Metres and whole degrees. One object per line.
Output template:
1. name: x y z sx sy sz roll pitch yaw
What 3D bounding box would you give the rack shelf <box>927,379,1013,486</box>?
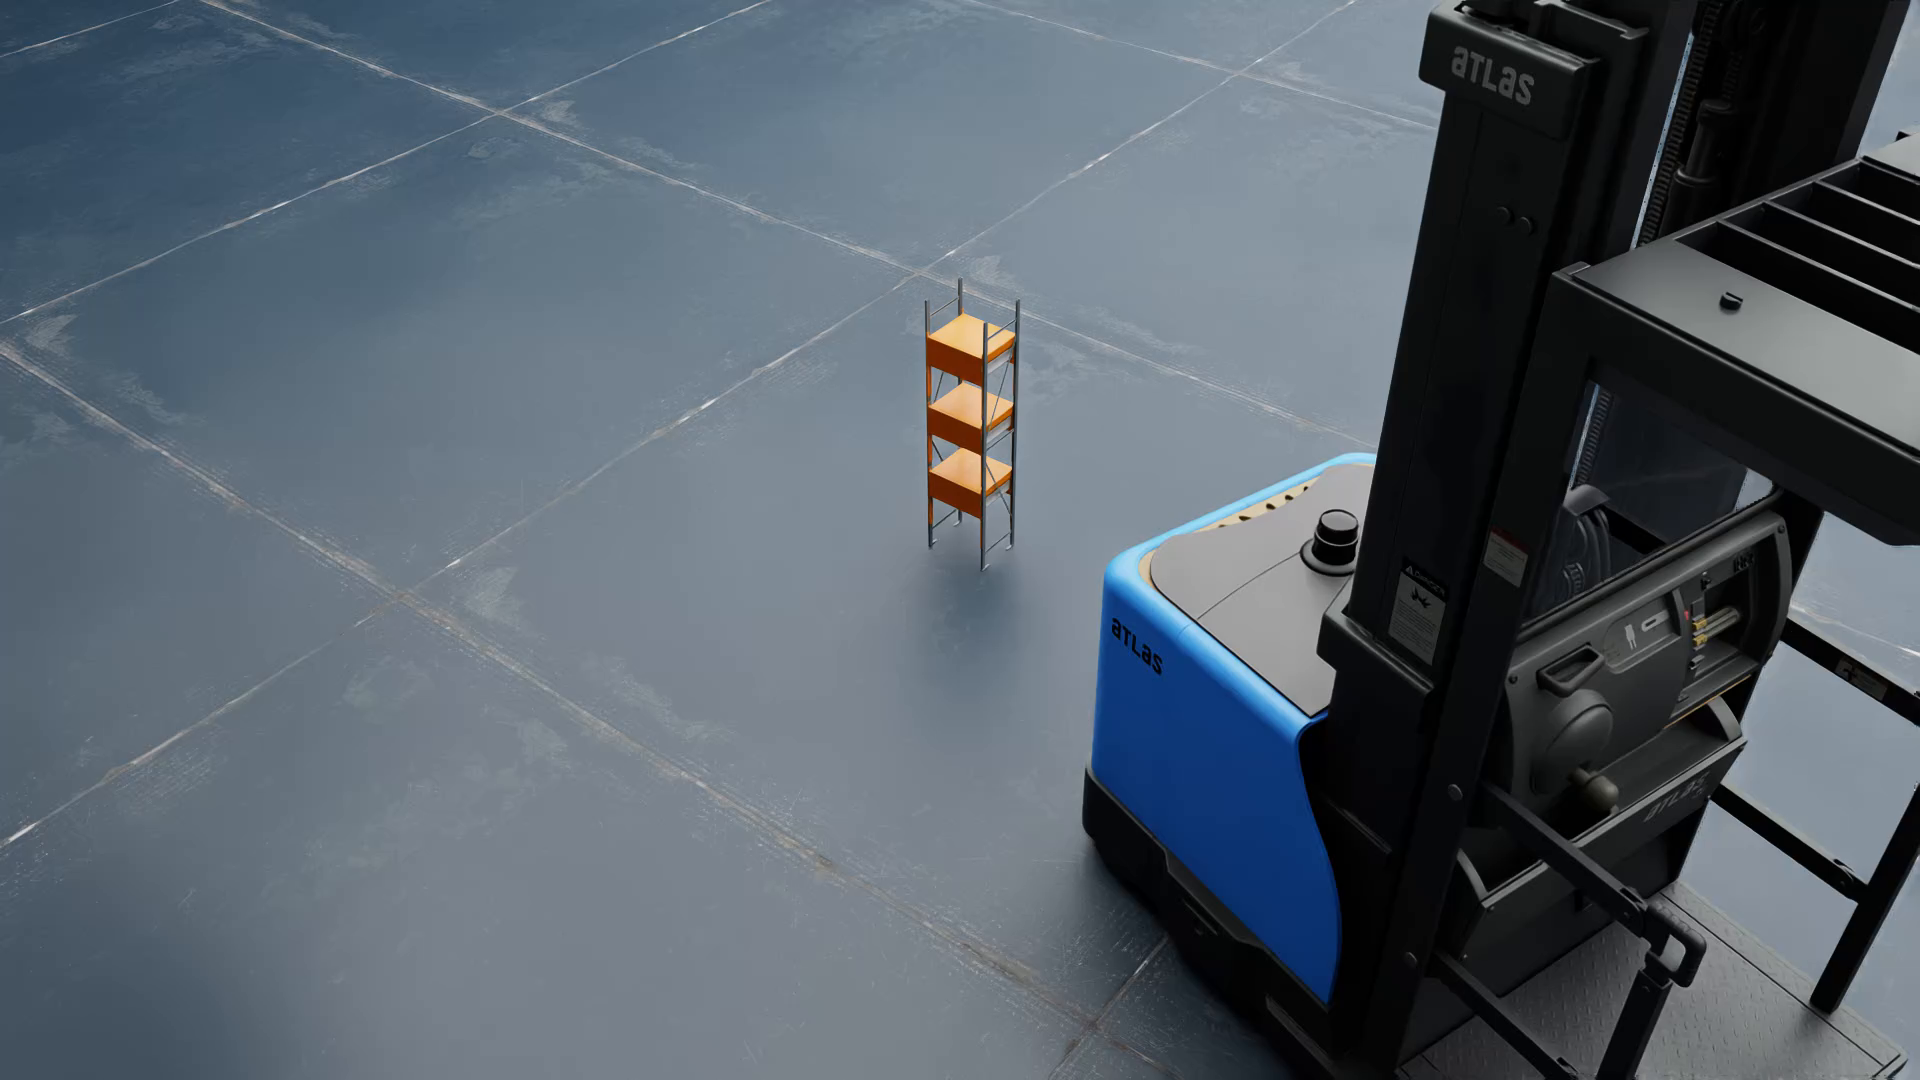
1. rack shelf: 0.042 -0.385 5.907 0.240 0.259 0.215 25 45 29

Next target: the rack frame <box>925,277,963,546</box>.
1. rack frame: -0.054 -0.439 5.959 0.008 1.050 0.200 25 45 29

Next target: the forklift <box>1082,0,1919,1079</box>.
1. forklift: 1.610 0.331 3.450 1.130 2.935 3.031 -23 43 -26

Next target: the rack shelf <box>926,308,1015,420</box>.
1. rack shelf: 0.042 -0.608 5.732 0.240 0.259 0.215 25 45 29

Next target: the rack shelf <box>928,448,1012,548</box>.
1. rack shelf: 0.042 -0.166 6.079 0.240 0.259 0.215 25 45 29

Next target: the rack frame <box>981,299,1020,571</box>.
1. rack frame: 0.139 -0.348 5.842 0.008 1.050 0.200 25 45 29

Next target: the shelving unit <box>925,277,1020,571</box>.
1. shelving unit: 0.042 -0.393 5.901 0.252 1.050 0.215 25 45 29
